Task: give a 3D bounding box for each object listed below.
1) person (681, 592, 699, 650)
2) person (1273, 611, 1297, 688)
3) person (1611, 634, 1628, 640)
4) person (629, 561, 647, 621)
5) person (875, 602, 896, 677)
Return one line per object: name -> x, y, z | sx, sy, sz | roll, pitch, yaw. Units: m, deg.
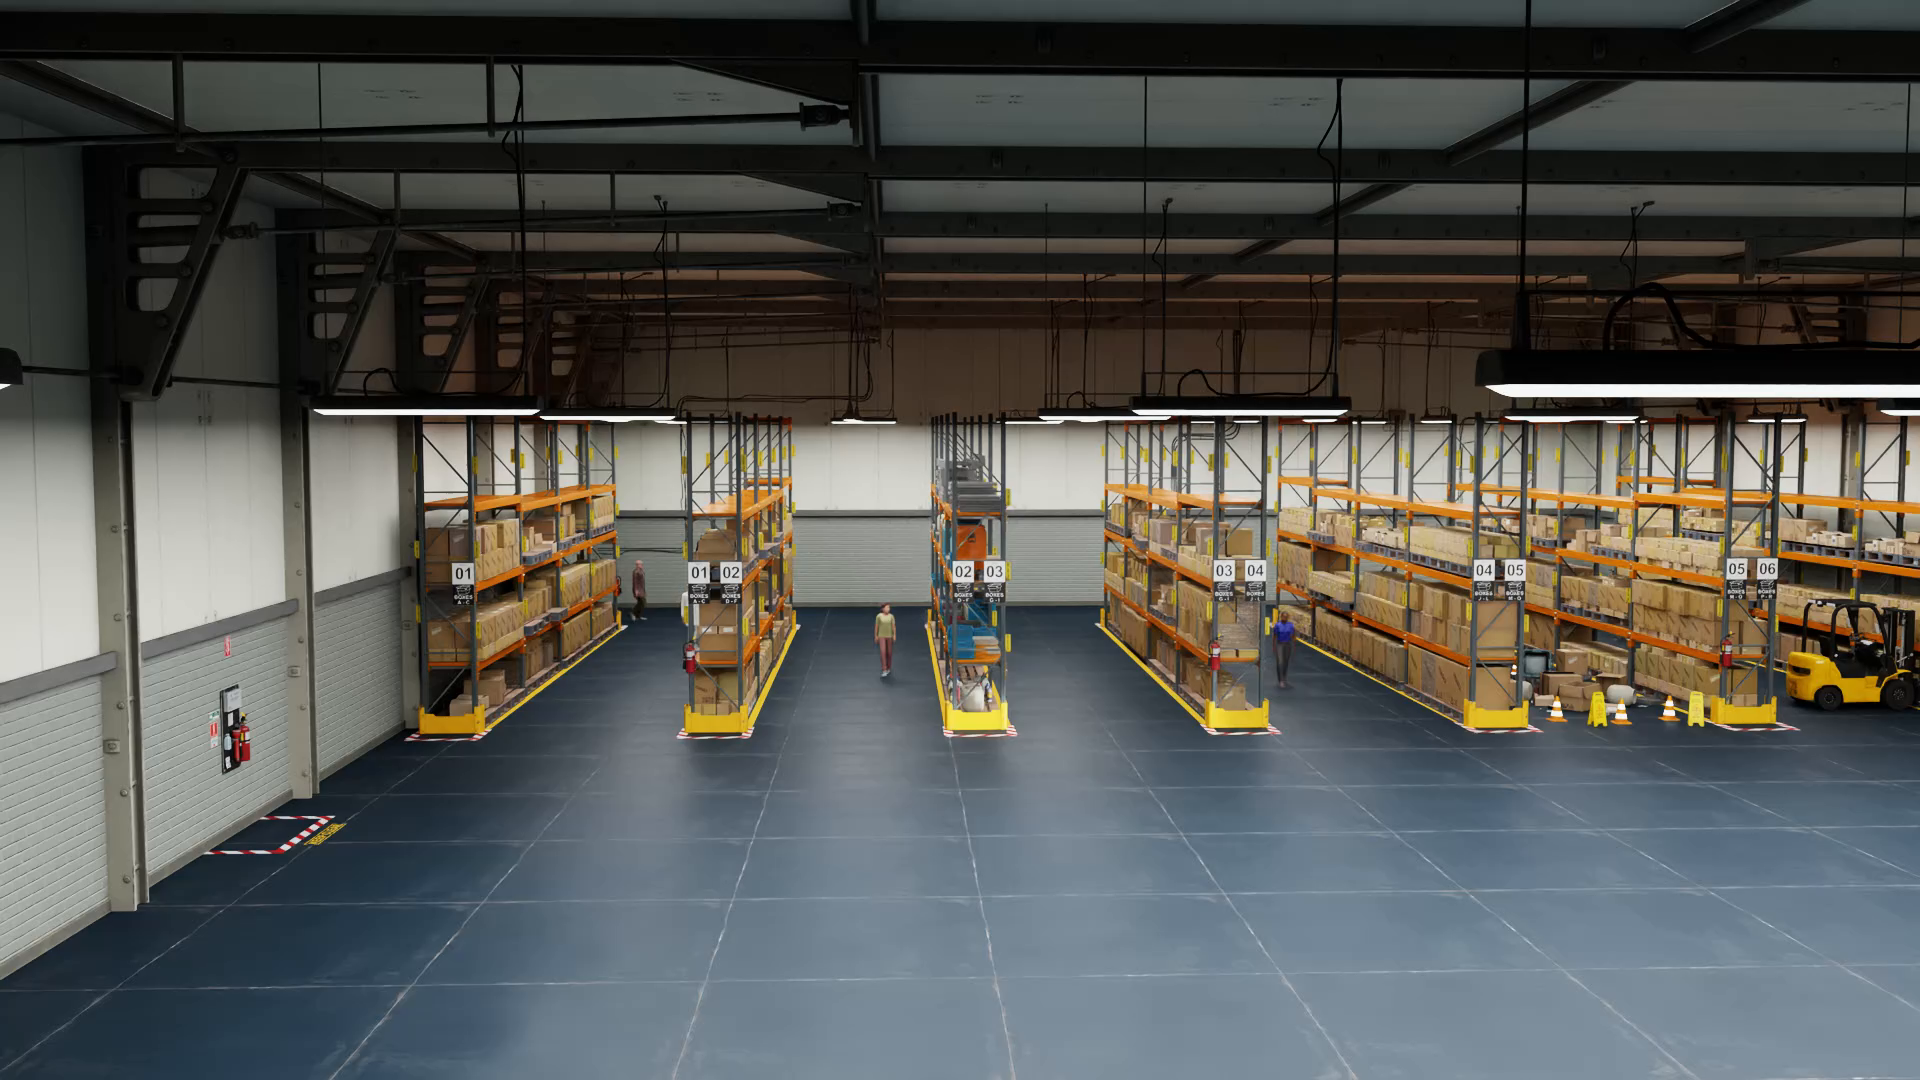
person -> -6.845, 1.952, 42.446 | 0.633, 1.778, 0.588 | 2, 4, 22
person -> 7.188, 2.404, 36.816 | 0.493, 1.688, 0.629 | 0, 4, -3
person -> 17.866, 1.885, 44.627 | 0.501, 1.701, 0.587 | -2, 4, -27
person -> -9.446, 1.490, 48.873 | 0.533, 1.777, 0.607 | 0, 4, 2
person -> -1.686, 2.289, 38.464 | 0.472, 1.669, 0.745 | -1, 4, -17
